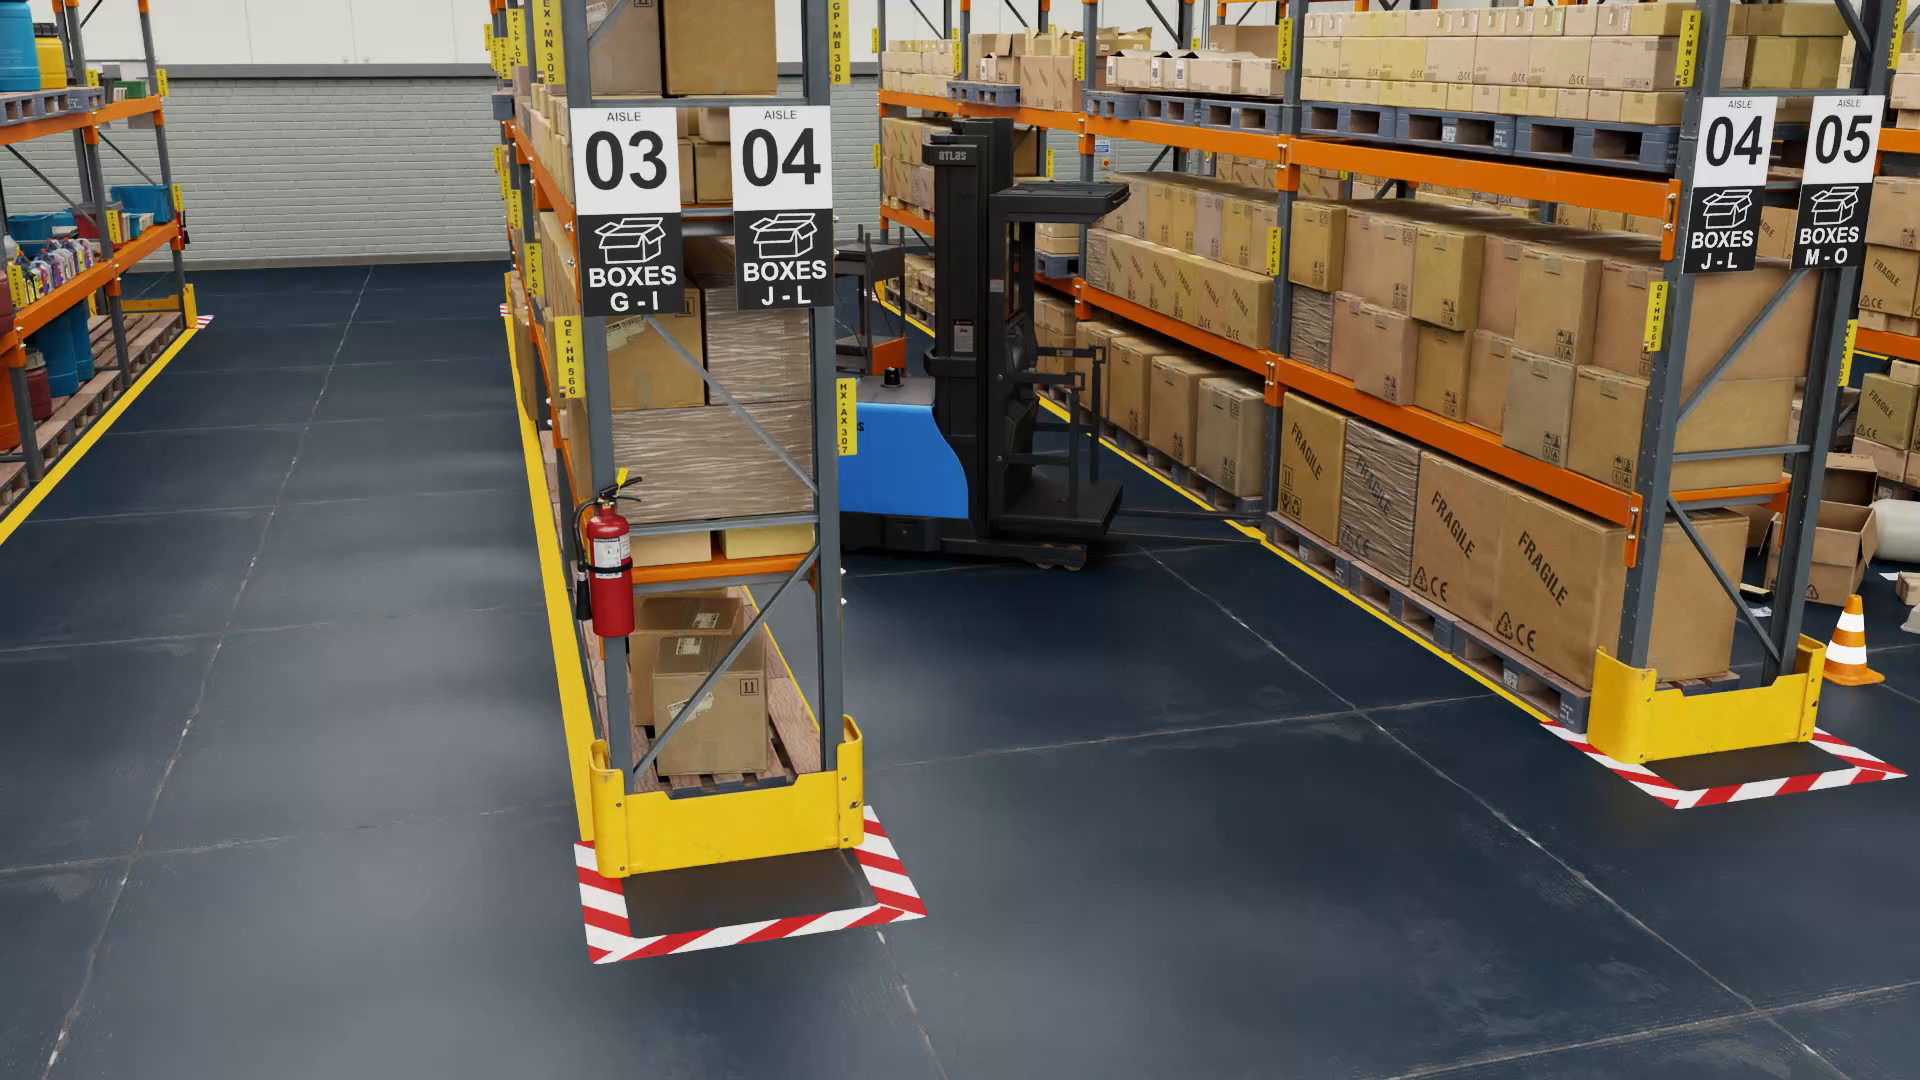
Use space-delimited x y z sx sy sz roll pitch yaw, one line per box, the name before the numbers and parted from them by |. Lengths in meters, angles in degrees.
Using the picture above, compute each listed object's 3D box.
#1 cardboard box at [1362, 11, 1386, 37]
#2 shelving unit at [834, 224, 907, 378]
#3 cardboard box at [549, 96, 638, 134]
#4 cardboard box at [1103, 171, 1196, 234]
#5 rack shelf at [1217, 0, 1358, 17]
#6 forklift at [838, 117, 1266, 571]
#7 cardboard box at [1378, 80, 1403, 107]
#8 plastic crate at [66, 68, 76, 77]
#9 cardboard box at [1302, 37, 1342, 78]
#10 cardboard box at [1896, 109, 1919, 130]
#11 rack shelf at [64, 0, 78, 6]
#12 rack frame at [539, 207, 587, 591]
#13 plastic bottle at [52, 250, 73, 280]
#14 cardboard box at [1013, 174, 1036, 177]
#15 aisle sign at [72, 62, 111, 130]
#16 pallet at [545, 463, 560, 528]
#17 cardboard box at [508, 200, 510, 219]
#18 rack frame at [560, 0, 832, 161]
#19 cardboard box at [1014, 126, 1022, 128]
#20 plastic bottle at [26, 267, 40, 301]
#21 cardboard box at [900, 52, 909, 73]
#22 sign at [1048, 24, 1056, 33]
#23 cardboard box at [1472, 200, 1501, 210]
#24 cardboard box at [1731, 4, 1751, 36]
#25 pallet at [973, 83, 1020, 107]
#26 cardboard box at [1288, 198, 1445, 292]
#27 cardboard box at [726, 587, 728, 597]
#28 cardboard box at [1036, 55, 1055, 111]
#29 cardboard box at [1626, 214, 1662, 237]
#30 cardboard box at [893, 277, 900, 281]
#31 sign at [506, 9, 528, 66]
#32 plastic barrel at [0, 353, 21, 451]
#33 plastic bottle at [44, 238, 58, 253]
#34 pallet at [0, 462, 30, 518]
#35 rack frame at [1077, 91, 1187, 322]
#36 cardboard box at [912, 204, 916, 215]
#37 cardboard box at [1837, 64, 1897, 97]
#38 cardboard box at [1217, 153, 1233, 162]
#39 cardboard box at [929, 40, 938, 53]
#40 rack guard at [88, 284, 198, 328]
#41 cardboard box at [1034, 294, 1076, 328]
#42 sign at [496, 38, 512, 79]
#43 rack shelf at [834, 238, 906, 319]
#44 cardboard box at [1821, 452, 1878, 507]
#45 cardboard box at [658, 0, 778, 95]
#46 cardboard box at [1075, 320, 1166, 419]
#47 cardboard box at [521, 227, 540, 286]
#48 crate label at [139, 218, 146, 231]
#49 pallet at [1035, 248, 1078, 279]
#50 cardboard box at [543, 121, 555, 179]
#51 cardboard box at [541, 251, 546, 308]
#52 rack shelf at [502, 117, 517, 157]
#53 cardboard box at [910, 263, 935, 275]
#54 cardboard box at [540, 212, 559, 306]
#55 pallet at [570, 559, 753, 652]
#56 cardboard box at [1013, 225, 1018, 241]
cardboard box | 2.677 -3.135 10.107 0.380 0.149 0.250 -5 17 -16
shelving unit | -0.713 -1.310 12.663 0.431 2.100 0.503 9 19 27
cardboard box | -1.612 -1.879 7.347 0.380 0.149 0.250 -5 17 -15
cardboard box | 1.708 -3.034 14.928 0.700 0.500 0.500 -5 17 -16
rack shelf | 4.677 -7.049 21.721 1.077 0.370 4.000 -5 17 -15
forklift | 0.609 -1.364 11.399 3.031 2.935 1.130 4 17 12
cardboard box | 2.748 -2.683 9.987 0.380 0.149 0.250 -5 17 -16
plastic crate | -10.008 -5.052 18.451 0.504 0.338 0.767 -5 17 -15
cardboard box | 2.559 -3.125 10.767 0.500 0.250 0.500 -5 17 -15
cardboard box | 7.273 -3.155 12.464 0.380 0.149 0.250 -5 17 -16
rack shelf | -8.514 -4.767 14.126 1.077 0.370 4.000 -5 17 -15
rack frame | -2.103 -1.162 10.606 1.000 3.000 0.127 -5 17 -15
plastic bottle | -8.369 -2.563 15.485 0.152 0.276 0.135 -5 17 -15
cardboard box | 0.601 -4.086 19.651 0.500 0.500 0.500 -5 17 -16
aisle sign | -10.469 -5.331 19.967 0.394 0.787 0.004 -5 17 -15
pallet | -2.658 -0.380 12.849 1.003 0.211 1.213 -5 17 -15
cardboard box | -4.961 -3.831 19.235 0.500 0.250 0.500 -4 17 -14
rack frame | -1.004 -2.929 6.060 1.000 3.000 0.127 -5 17 -15
cardboard box | 0.448 -4.694 19.937 0.500 0.500 0.500 -5 18 -17
plastic bottle | -7.956 -2.199 14.260 0.061 0.283 0.133 -5 17 -15
cardboard box | -0.462 -6.023 20.965 0.500 0.250 0.500 -4 17 -15
sign | 1.028 -5.657 18.772 0.100 0.325 0.005 -5 17 -15
cardboard box | 5.804 -3.475 17.698 0.500 0.250 0.500 -5 17 -17
cardboard box | 3.939 -2.554 8.172 0.380 0.149 0.250 -5 17 -15
pallet | 0.850 -4.620 17.230 1.213 0.211 1.003 -5 17 -15
cardboard box | 2.762 -2.010 11.293 0.875 0.550 0.550 -5 17 -15
cardboard box | -1.621 0.271 9.450 0.500 0.500 0.500 -6 18 -20
cardboard box | 1.043 -4.392 15.972 0.500 0.500 0.500 -5 17 -15
cardboard box | 6.529 -3.011 15.340 0.500 0.500 0.500 -4 17 -14
cardboard box | -0.686 -3.578 22.359 0.380 0.149 0.250 -5 17 -16
sign | -2.636 -2.990 9.894 0.100 0.325 0.005 -5 17 -15
plastic barrel | -8.116 -1.173 13.684 0.600 0.830 0.708 -5 17 -15
plastic bottle | -8.585 -2.669 15.708 0.144 0.351 0.185 -5 17 -15
pallet | -7.789 -0.324 12.664 1.003 0.211 1.213 -5 17 -15
rack frame | 1.594 -2.633 15.502 1.000 3.000 0.127 -5 17 -15
cardboard box | -0.404 -4.255 21.342 0.380 0.149 0.250 -5 17 -16
cardboard box | 7.125 -3.661 13.244 0.500 0.250 0.500 -5 17 -16
cardboard box | 3.985 -5.636 23.589 0.500 0.500 0.500 -5 17 -16
cardboard box | -0.148 -5.887 19.820 0.380 0.149 0.250 -5 18 -17
rack guard | -10.182 -2.898 20.731 1.175 0.500 0.348 -5 17 -15
cardboard box | 1.005 -2.303 16.716 0.500 0.250 0.500 -4 17 -14
sign | -3.738 -3.949 13.634 0.100 0.325 0.005 -5 17 -15
rack shelf | -0.713 -1.967 12.465 0.431 0.518 0.480 9 19 27
cardboard box | 6.411 -0.345 12.229 0.500 0.500 0.500 7 18 23
cardboard box | -1.152 -2.354 7.800 0.500 0.500 0.500 -5 17 -15
cardboard box | 1.675 -1.581 15.181 1.050 0.750 0.750 -5 17 -16
cardboard box | -3.708 -2.572 15.125 0.500 0.500 0.500 -5 17 -16
crate label | -9.599 -3.624 19.158 0.396 0.136 0.243 -5 17 -15
pallet | 1.296 -2.729 16.158 1.213 0.211 1.003 -5 17 -15
cardboard box | -1.797 -1.953 8.285 0.500 0.250 0.500 -5 17 -16
cardboard box | -2.669 -1.885 12.103 0.797 0.503 0.637 -3 17 -10
rack shelf | -3.752 -3.914 15.803 1.077 0.370 4.000 -5 17 -15
cardboard box | -0.435 -3.508 21.609 0.380 0.149 0.250 -4 17 -13
cardboard box | -2.224 -1.687 9.924 0.500 0.500 0.500 -5 17 -15
pallet | -1.885 0.357 10.398 1.003 0.211 1.213 -5 17 -15
cardboard box | 0.739 -3.097 16.755 0.380 0.149 0.250 -5 18 -18
